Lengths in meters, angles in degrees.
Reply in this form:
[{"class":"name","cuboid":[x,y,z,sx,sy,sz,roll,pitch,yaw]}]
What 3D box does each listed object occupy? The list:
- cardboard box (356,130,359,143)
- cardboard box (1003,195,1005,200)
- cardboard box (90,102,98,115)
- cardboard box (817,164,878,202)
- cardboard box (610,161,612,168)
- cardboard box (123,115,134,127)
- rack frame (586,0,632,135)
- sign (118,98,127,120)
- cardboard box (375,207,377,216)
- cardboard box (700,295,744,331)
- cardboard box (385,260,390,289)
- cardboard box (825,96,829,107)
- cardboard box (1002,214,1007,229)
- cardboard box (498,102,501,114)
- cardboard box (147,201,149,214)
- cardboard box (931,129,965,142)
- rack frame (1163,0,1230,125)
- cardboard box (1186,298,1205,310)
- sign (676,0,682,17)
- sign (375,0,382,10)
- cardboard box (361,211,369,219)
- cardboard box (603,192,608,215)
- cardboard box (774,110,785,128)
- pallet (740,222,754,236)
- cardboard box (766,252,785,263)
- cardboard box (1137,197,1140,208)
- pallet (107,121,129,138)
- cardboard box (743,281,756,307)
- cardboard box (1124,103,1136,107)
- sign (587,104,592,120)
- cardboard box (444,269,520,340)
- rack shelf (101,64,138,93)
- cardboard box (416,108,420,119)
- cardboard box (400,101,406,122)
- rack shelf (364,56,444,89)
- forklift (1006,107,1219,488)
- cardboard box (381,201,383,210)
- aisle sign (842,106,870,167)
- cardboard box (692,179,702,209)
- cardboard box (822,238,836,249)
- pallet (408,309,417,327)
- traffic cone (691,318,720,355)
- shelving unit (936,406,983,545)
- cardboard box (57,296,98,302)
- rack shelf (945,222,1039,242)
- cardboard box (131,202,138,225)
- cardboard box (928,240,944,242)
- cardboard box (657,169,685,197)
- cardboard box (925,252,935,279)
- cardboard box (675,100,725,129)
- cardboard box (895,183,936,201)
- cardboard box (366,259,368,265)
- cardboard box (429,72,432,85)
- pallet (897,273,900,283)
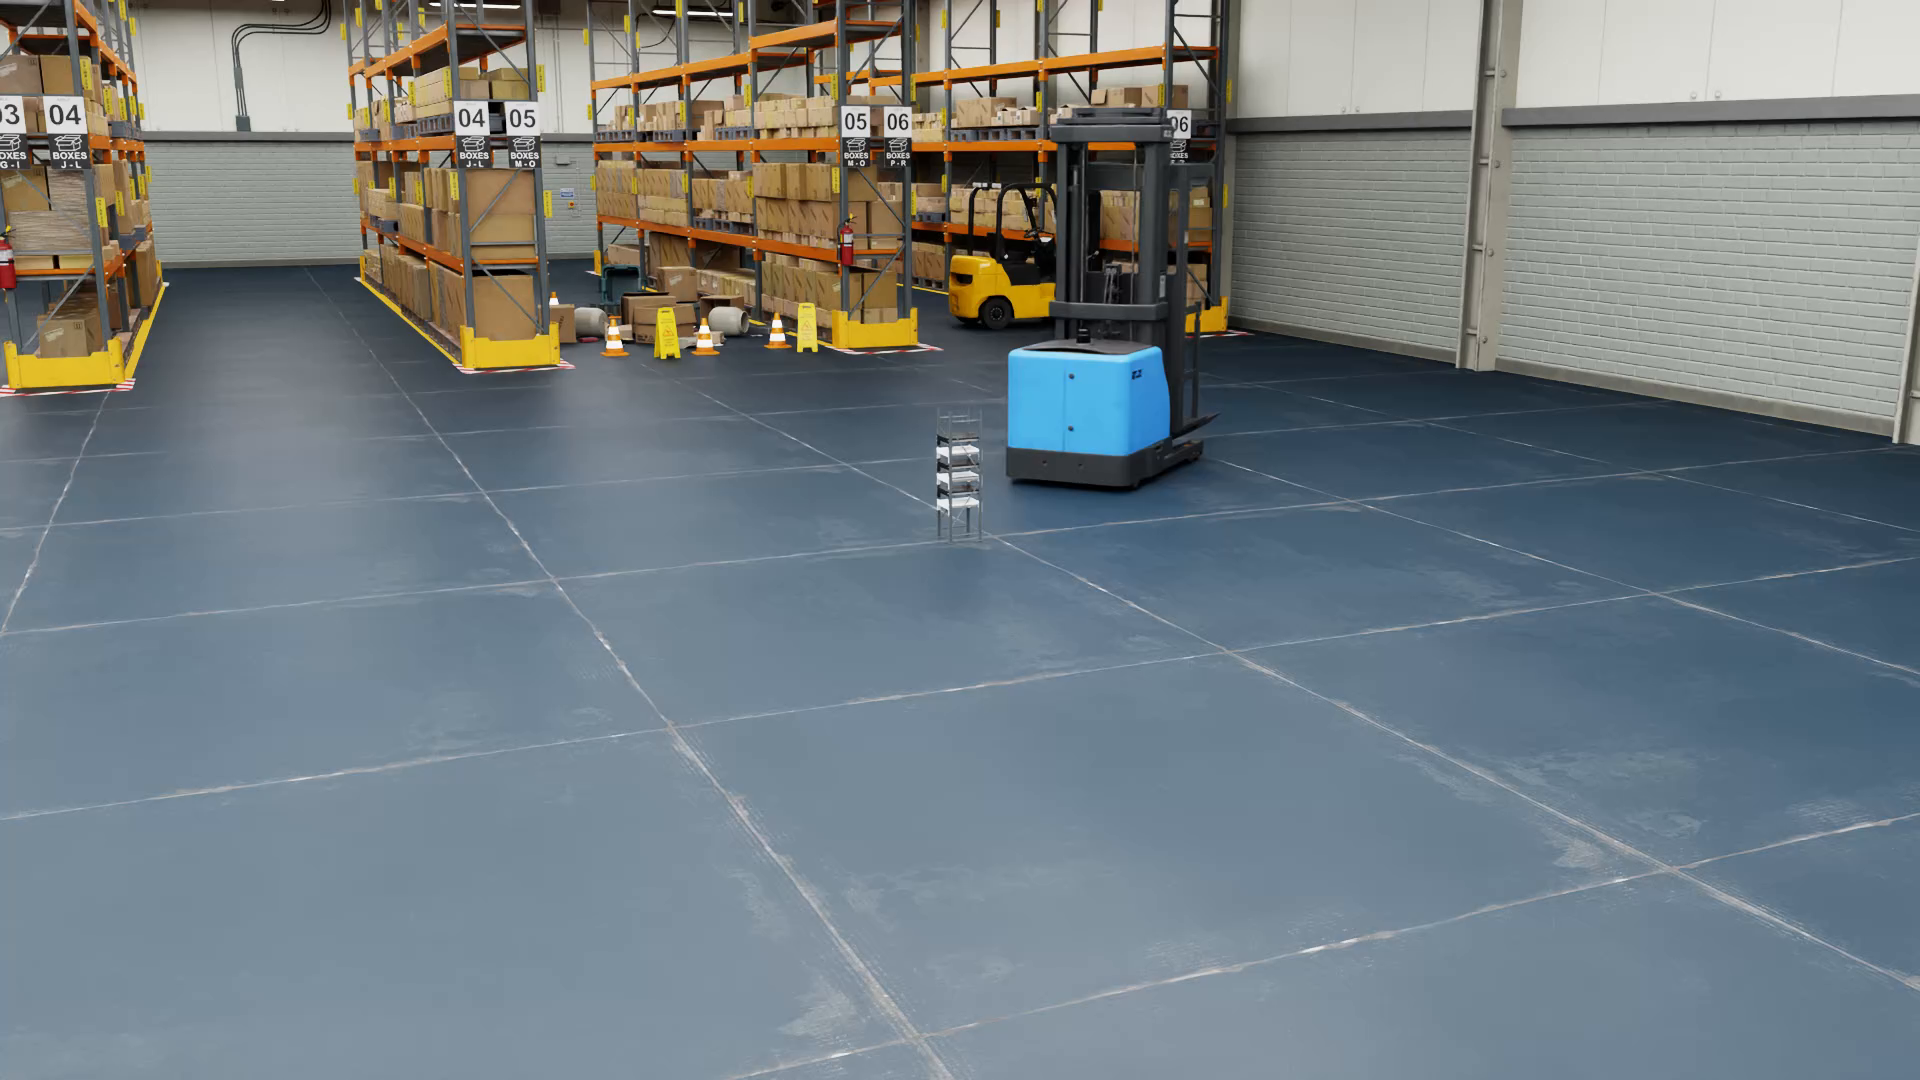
[{"class":"cardboard box","cuboid":[-11.894,-8.136,33.550,0.500,0.250,0.500,-5,14,-21]},{"class":"cardboard box","cuboid":[0.923,-6.087,29.357,0.380,0.149,0.250,-5,14,-22]},{"class":"cardboard box","cuboid":[-10.897,-5.336,20.568,0.380,0.149,0.250,-5,14,-20]},{"class":"cardboard box","cuboid":[-1.547,-4.901,22.796,0.700,0.500,0.500,-6,14,-24]},{"class":"cardboard box","cuboid":[-7.157,-7.925,35.080,0.380,0.149,0.250,-5,14,-22]},{"class":"cardboard box","cuboid":[-15.688,-7.871,30.698,0.700,0.500,0.500,-5,14,-20]},{"class":"rack frame","cuboid":[-7.551,-10.363,36.189,1.000,3.000,0.127,-6,14,-23]},{"class":"sign","cuboid":[-12.929,-6.654,25.670,0.100,0.325,0.005,-6,14,-23]},{"class":"cardboard box","cuboid":[-10.180,-5.836,29.559,0.380,0.149,0.250,-6,14,-24]},{"class":"cardboard box","cuboid":[-3.562,-3.400,24.948,0.500,0.500,0.500,4,14,16]},{"class":"cardboard box","cuboid":[-10.178,-4.847,30.273,0.500,0.500,0.500,-5,14,-20]},{"class":"cardboard box","cuboid":[-1.616,-5.962,22.615,0.380,0.149,0.250,-5,14,-22]},{"class":"cardboard box","cuboid":[0.983,-5.626,29.361,0.500,0.250,0.500,-6,14,-23]},{"class":"cardboard box","cuboid":[-5.584,-5.412,20.851,0.380,0.149,0.250,-5,14,-22]},{"class":"cardboard box","cuboid":[-15.992,-6.436,32.199,0.500,0.250,0.500,-6,14,-24]},{"class":"cardboard box","cuboid":[-0.228,-7.709,31.707,0.500,0.250,0.500,-6,14,-25]},{"class":"rack frame","cuboid":[3.404,-7.507,23.847,1.000,3.000,0.127,-6,14,-23]},{"class":"cardboard box","cuboid":[3.387,-3.568,25.301,0.500,0.250,0.500,-6,14,-23]},{"class":"sign","cuboid":[-4.854,-9.192,28.705,0.100,0.325,0.005,-6,14,-23]},{"class":"sign","cuboid":[-9.335,-8.685,26.691,0.100,0.325,0.005,-6,14,-23]},{"class":"cardboard box","cuboid":[-12.018,-6.644,33.983,0.380,0.149,0.250,-6,14,-25]},{"class":"cardboard box","cuboid":[-7.394,-7.262,35.873,0.500,0.500,0.500,-6,14,-24]},{"class":"cardboard box","cuboid":[-2.415,-6.168,24.390,0.500,0.250,0.500,-5,14,-22]},{"class":"pallet","cuboid":[-2.917,-5.039,26.914,1.003,0.211,1.213,-6,14,-23]},{"class":"cardboard box","cuboid":[-2.760,-4.330,25.492,0.380,0.149,0.250,-5,14,-22]},{"class":"cardboard box","cuboid":[2.879,-5.045,24.856,0.380,0.149,0.250,-5,14,-22]},{"class":"pallet","cuboid":[-11.974,-5.573,22.562,1.213,0.211,1.003,-6,14,-23]},{"class":"cardboard box","cuboid":[-2.957,-3.994,26.870,0.950,0.372,0.625,-5,14,-22]},{"class":"cardboard box","cuboid":[2.693,-6.429,24.989,0.396,0.266,0.258,-6,14,-23]},{"class":"sign","cuboid":[-8.062,-9.317,36.209,0.100,0.325,0.005,-6,14,-23]},{"class":"cardboard box","cuboid":[-6.324,-3.152,22.117,0.875,0.875,0.875,-6,14,-24]},{"class":"rack shelf","cuboid":[-15.830,-8.510,30.663,1.077,0.370,4.000,-6,14,-23]},{"class":"cardboard box","cuboid":[-7.405,-5.980,23.306,0.380,0.149,0.250,-6,14,-24]},{"class":"cardboard box","cuboid":[-8.347,-6.612,25.678,0.500,0.311,0.500,-6,14,-24]},{"class":"rack shelf","cuboid":[-9.643,-8.110,28.937,1.077,0.370,4.000,-6,14,-23]},{"class":"forklift","cuboid":[1.457,-2.120,14.029,1.130,2.935,3.031,6,14,25]},{"class":"cardboard box","cuboid":[-9.673,-5.717,28.384,0.380,0.149,0.250,-5,14,-22]},{"class":"aisle sign","cuboid":[-1.383,-5.362,22.121,0.394,0.787,0.004,-6,14,-23]},{"class":"cardboard box","cuboid":[-4.379,-6.072,29.140,0.500,0.500,0.500,-6,14,-25]},{"class":"cardboard box","cuboid":[-1.691,-4.113,23.044,0.380,0.149,0.250,-6,14,-24]},{"class":"pallet","cuboid":[-8.110,-3.540,26.196,1.003,0.211,1.213,-6,14,-23]},{"class":"traffic cone","cuboid":[-3.377,-2.701,22.013,0.336,0.463,0.334,-6,14,-23]},{"class":"shelving unit","cuboid":[-0.003,-0.440,11.276,0.258,0.900,0.210,-6,14,-23]},{"class":"cardboard box","cuboid":[-11.701,-2.967,22.148,0.500,0.500,0.500,-6,14,-25]},{"class":"rack shelf","cuboid":[1.001,-5.473,29.961,1.077,0.370,4.000,-6,14,-23]},{"class":"cardboard box","cuboid":[-13.789,-5.278,27.301,0.500,0.500,0.500,-6,14,-24]},{"class":"cardboard box","cuboid":[-0.433,-6.052,34.042,0.380,0.149,0.250,-5,14,-22]},{"class":"cardboard box","cuboid":[-5.396,-6.720,31.315,0.500,0.500,0.500,-6,14,-24]},{"class":"cardboard box","cuboid":[-0.357,-5.396,32.644,0.500,0.500,0.500,-6,14,-24]},{"class":"cardboard box","cuboid":[-4.636,-7.568,29.605,0.797,0.503,0.637,-7,15,-26]},{"class":"cardboard box","cuboid":[-0.892,-6.927,33.495,0.700,0.500,0.500,-6,14,-23]},{"class":"cardboard box","cuboid":[-12.014,-5.740,34.250,0.380,0.149,0.250,-6,14,-23]},{"class":"cardboard box","cuboid":[-6.694,-6.002,21.632,0.380,0.149,0.250,-6,14,-23]},{"class":"pallet","cuboid":[-1.042,-5.540,34.838,1.003,0.211,1.213,-6,14,-23]}]
